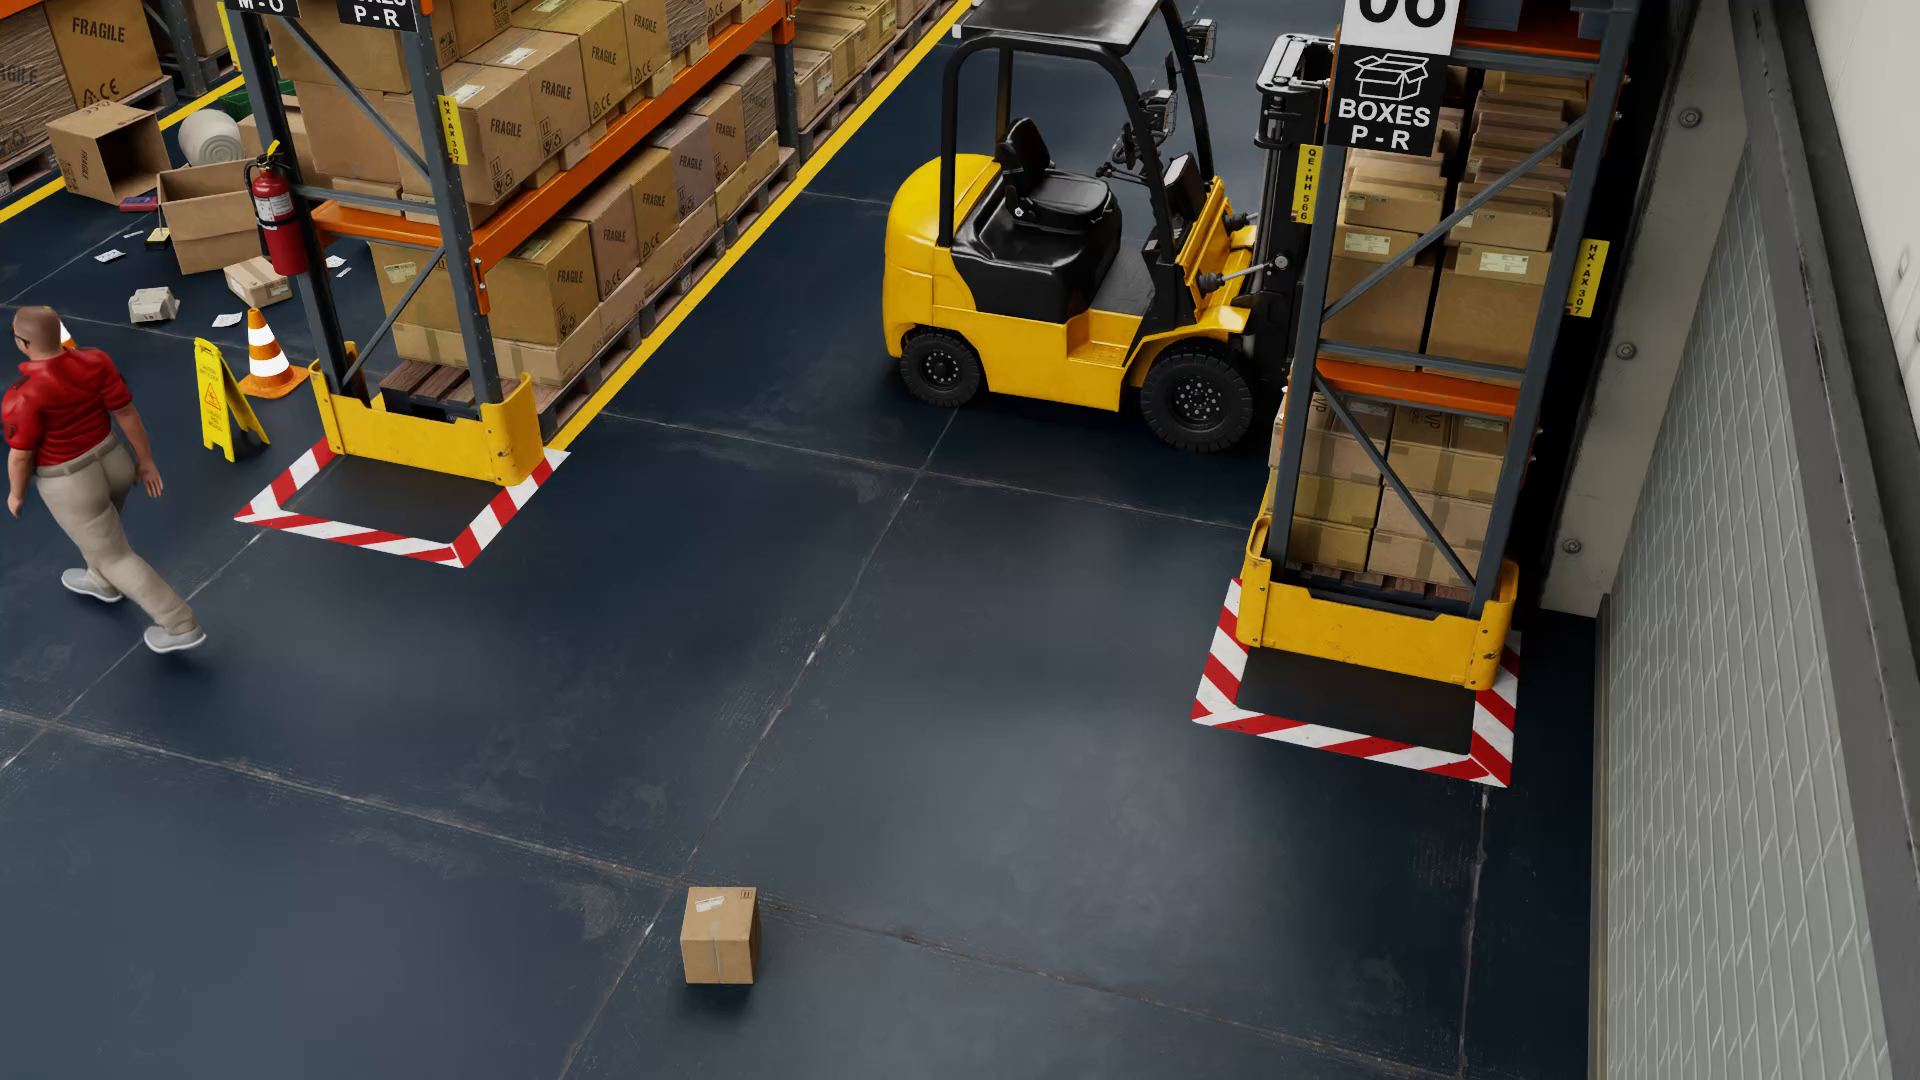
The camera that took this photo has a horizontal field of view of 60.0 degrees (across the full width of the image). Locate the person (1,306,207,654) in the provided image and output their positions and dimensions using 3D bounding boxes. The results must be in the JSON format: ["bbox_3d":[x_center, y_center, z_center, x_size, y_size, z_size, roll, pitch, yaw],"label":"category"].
[{"bbox_3d":[-3.860,-0.281,7.284,1.033,1.674,0.540,14,39,18],"label":"person"}]
